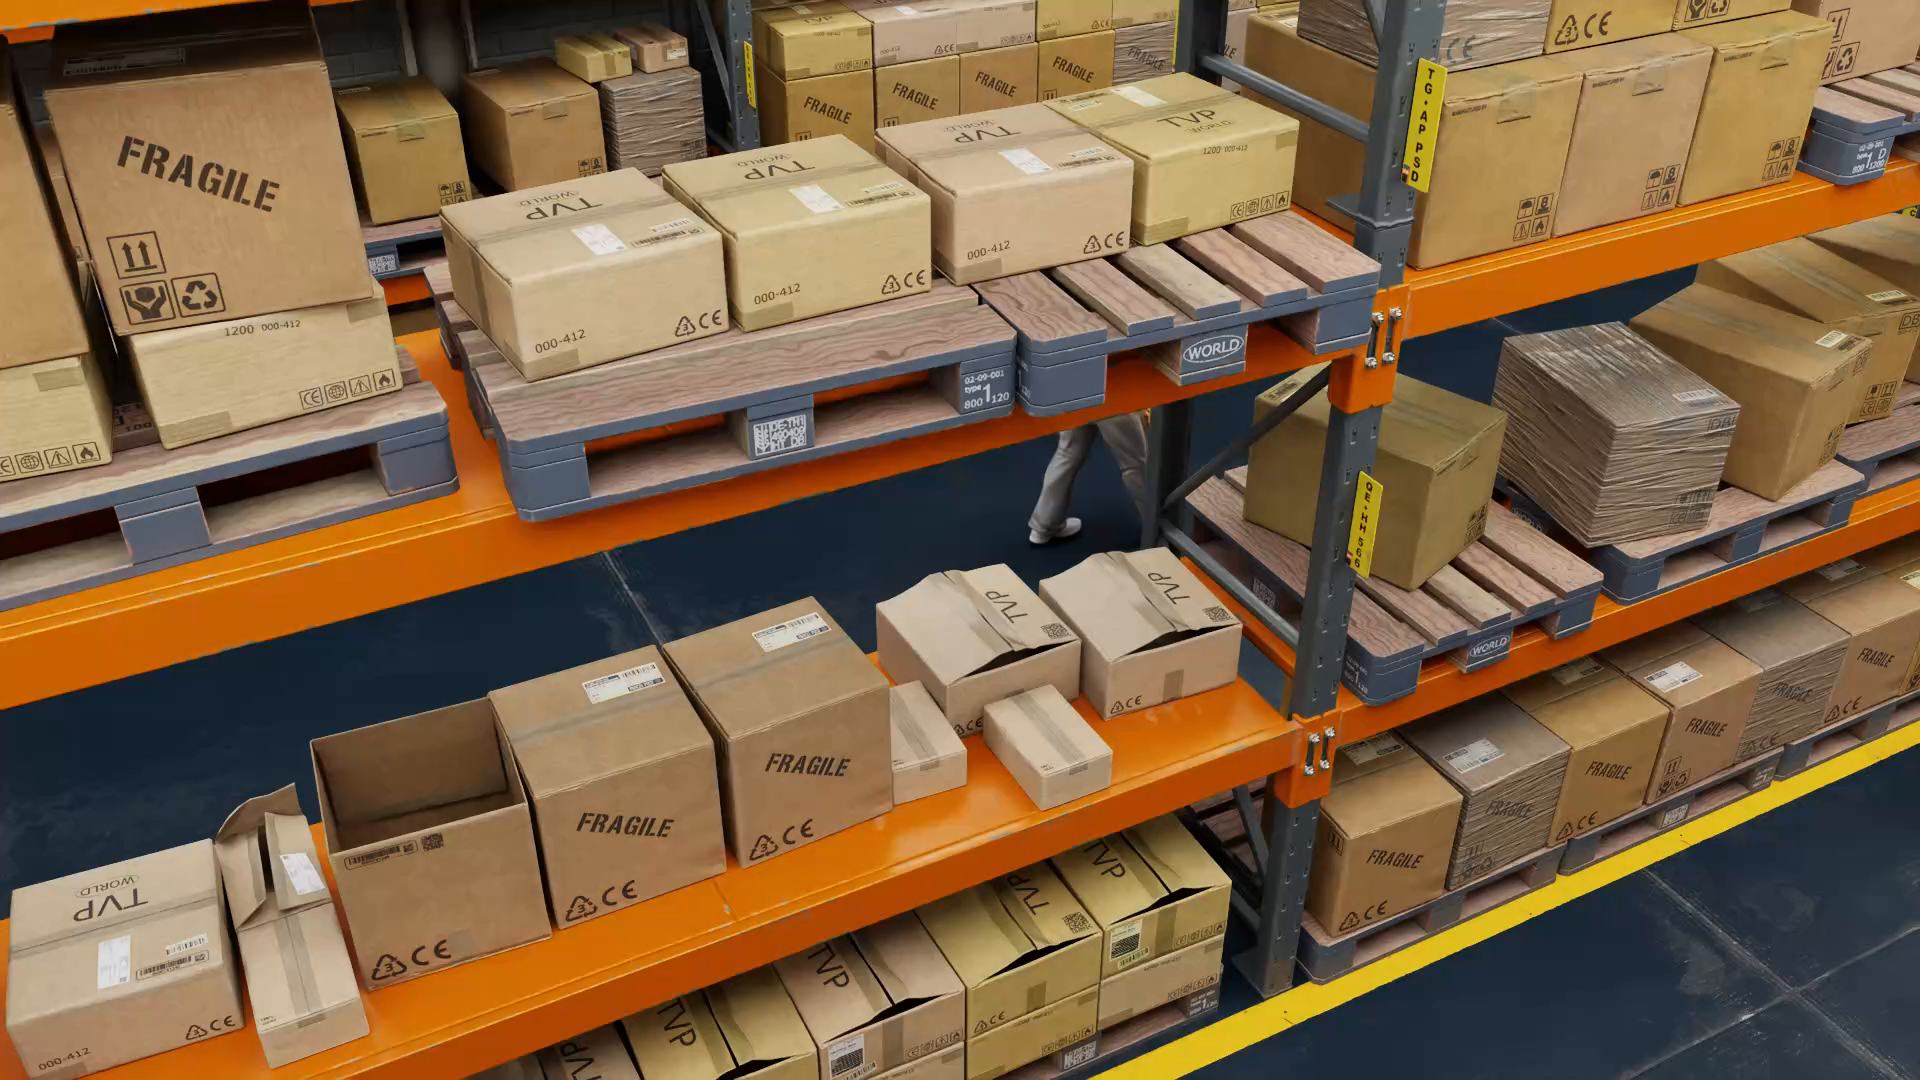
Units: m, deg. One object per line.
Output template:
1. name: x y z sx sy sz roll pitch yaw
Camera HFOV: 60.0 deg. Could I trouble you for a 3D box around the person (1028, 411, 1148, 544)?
1. person: 0.787 -0.747 8.287 0.896 1.633 0.472 -12 35 -18
